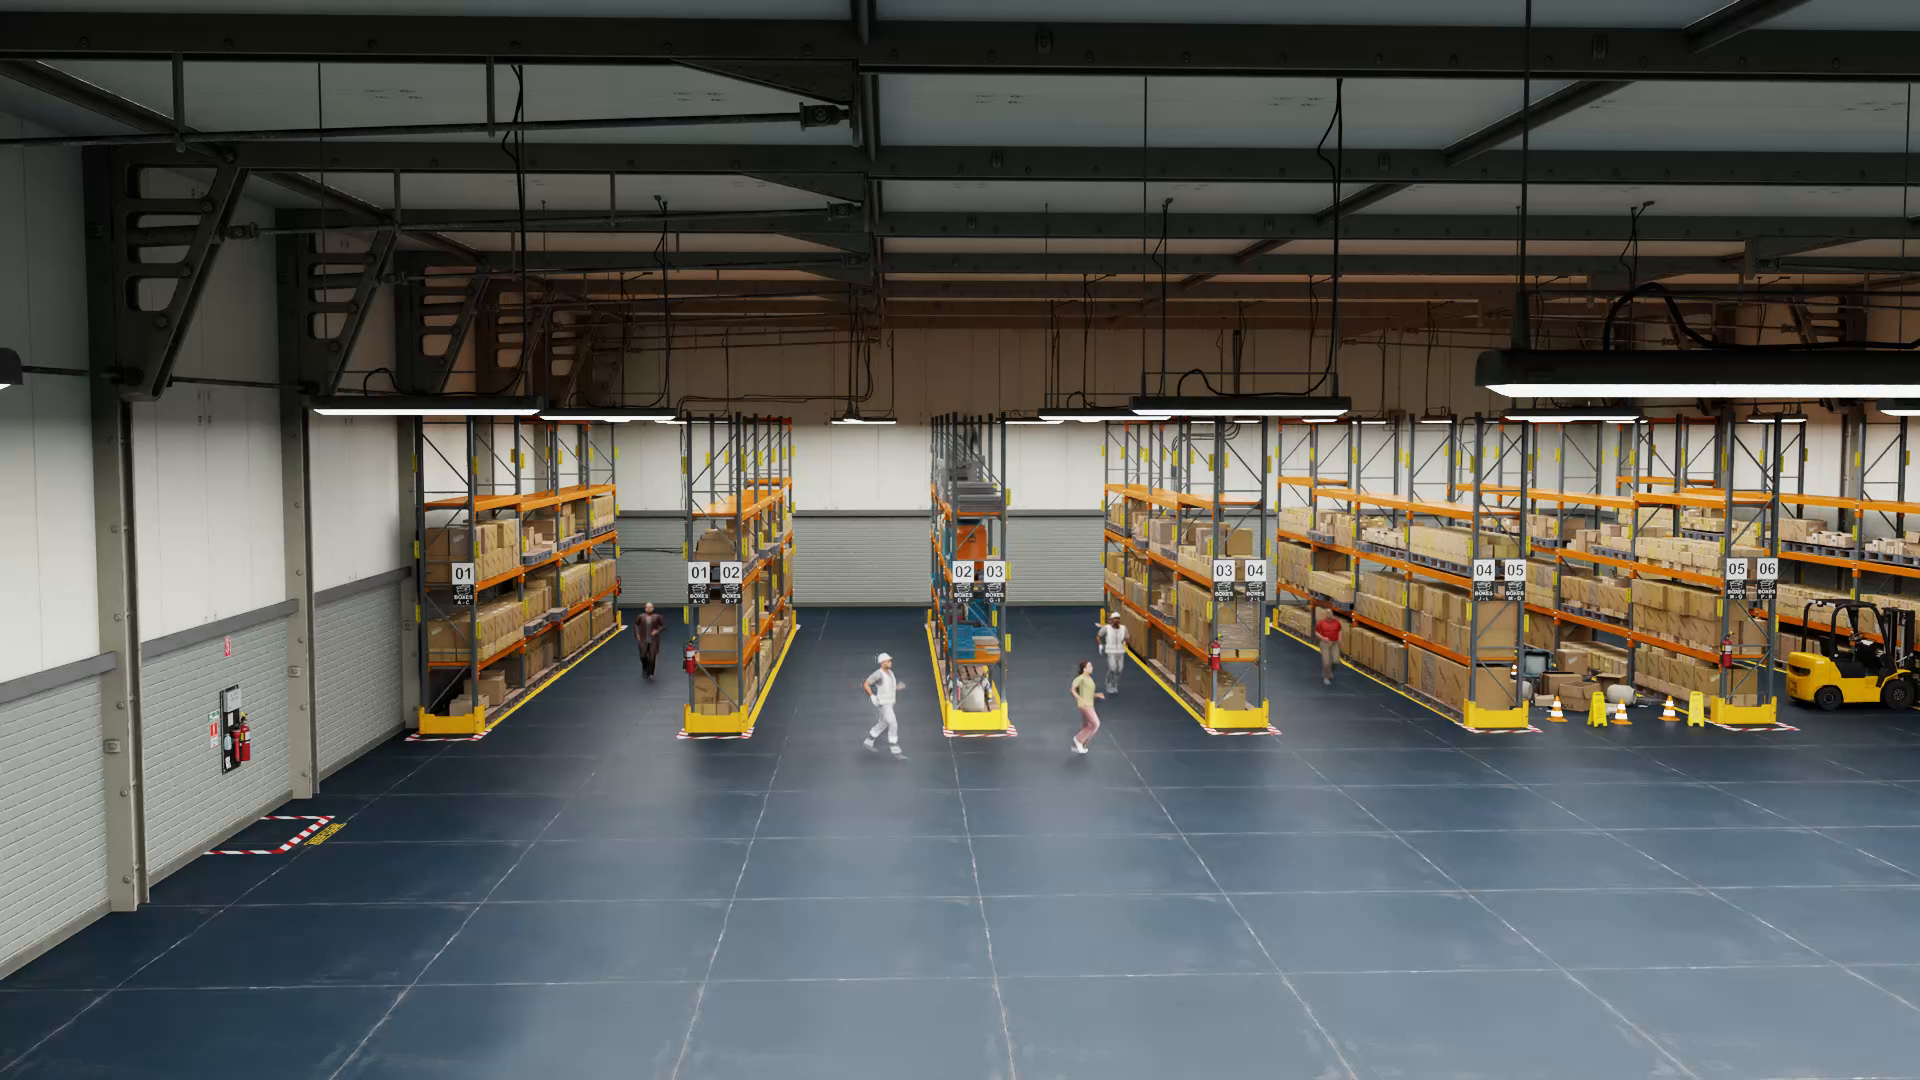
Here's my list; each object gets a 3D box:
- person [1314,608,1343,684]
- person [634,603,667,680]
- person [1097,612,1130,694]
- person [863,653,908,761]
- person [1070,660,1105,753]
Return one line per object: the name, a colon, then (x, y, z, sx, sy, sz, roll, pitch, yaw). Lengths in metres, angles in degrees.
person: (8.232, 2.368, 37.003, 0.660, 1.686, 0.568, 0, 4, -4)
person: (-6.991, 2.291, 37.443, 0.765, 1.752, 0.609, 0, 4, -3)
person: (3.311, 2.416, 35.447, 0.662, 1.750, 0.662, -1, 4, -14)
person: (-1.293, 2.856, 28.644, 0.910, 1.817, 0.655, 2, 4, 21)
person: (2.229, 2.913, 29.105, 0.567, 1.627, 0.553, 2, 4, 23)
